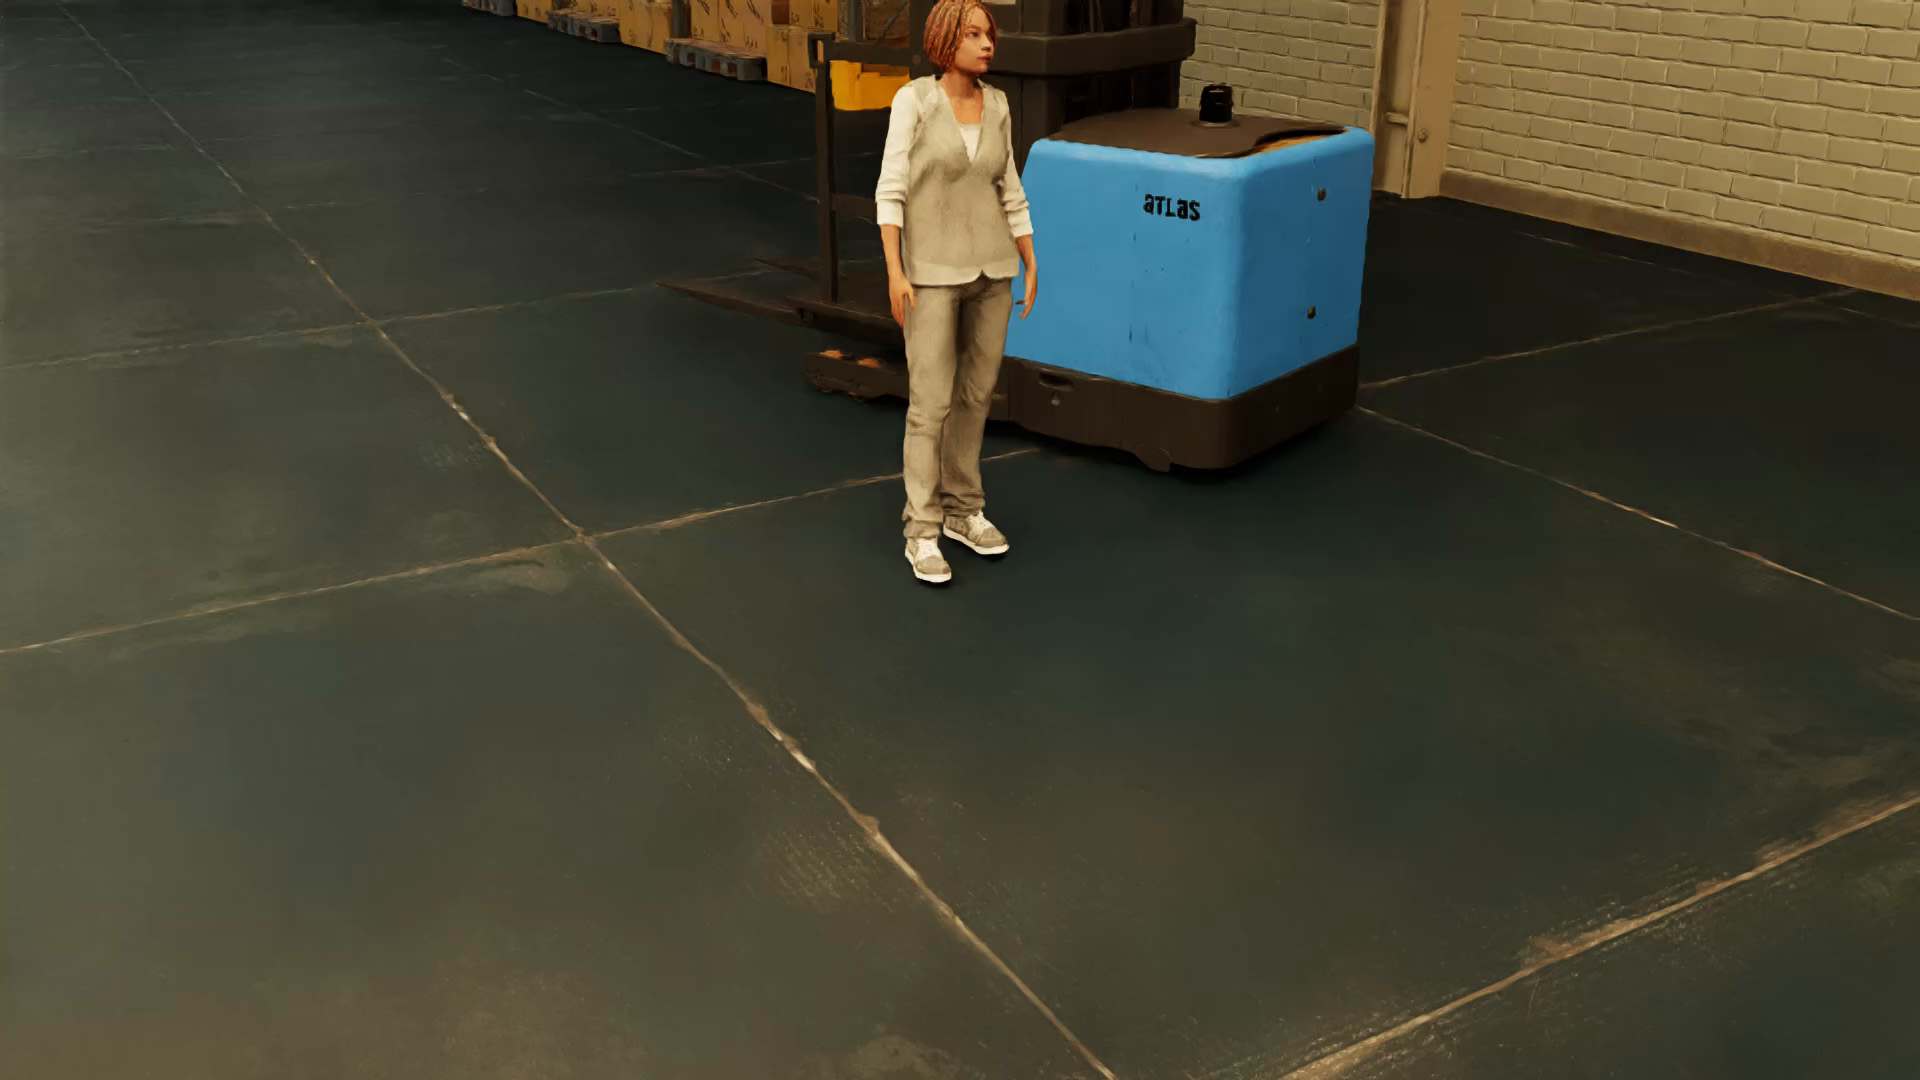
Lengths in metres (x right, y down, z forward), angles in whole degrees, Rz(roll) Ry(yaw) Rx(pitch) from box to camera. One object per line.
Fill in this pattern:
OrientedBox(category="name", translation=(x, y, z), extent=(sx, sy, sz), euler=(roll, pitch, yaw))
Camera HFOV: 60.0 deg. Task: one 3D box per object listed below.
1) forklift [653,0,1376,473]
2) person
OrientedBox(category="forklift", translation=(0.018, -2.027, 6.213), extent=(3.031, 2.935, 1.130), euler=(18, 28, 36))
OrientedBox(category="person", translation=(0.025, -0.718, 4.763), extent=(0.521, 1.597, 0.474), euler=(-12, 25, -28))
